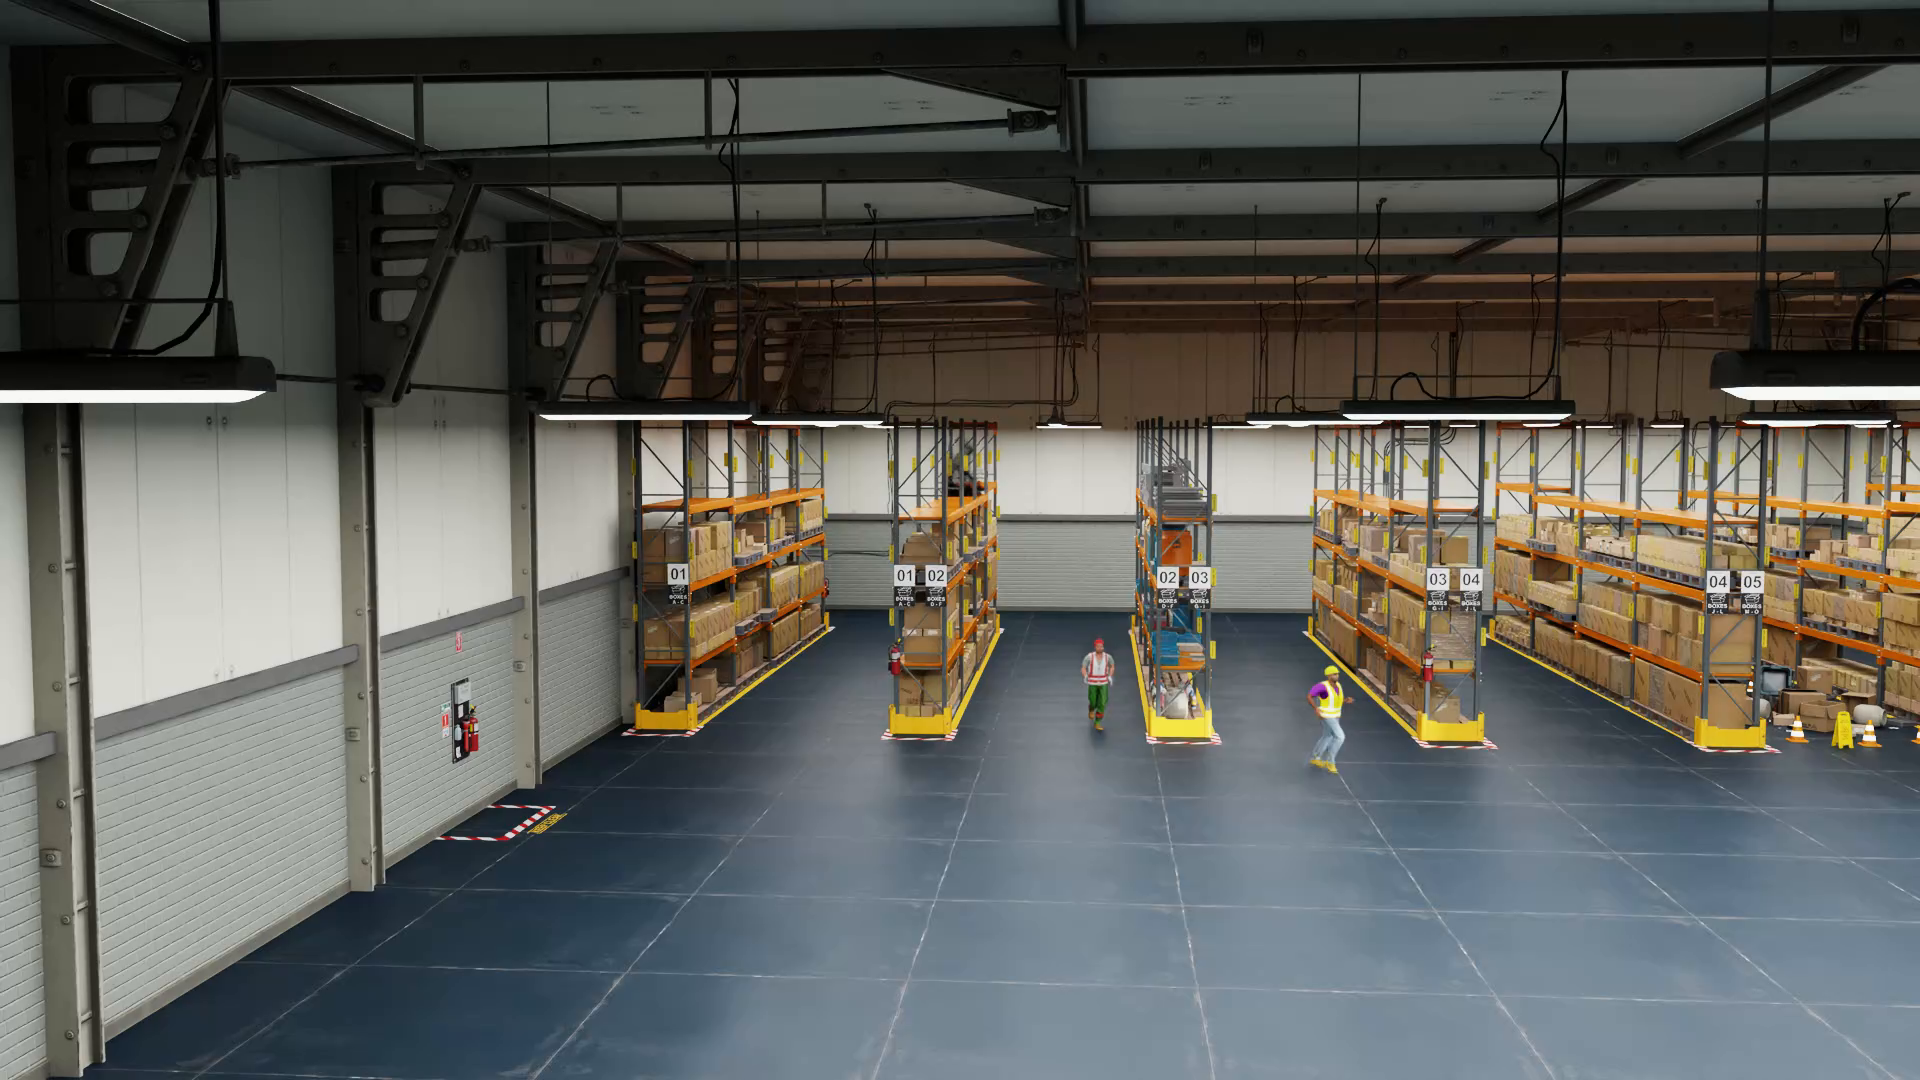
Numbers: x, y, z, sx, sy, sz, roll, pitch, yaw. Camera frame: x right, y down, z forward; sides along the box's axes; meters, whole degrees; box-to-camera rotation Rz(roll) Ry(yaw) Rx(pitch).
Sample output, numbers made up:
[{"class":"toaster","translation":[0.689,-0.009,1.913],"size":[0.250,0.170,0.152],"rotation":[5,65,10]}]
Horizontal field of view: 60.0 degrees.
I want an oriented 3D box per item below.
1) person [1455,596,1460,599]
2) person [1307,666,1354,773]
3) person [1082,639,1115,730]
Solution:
[{"class":"person","translation":[13.804,1.834,46.397],"size":[0.751,1.718,0.650],"rotation":[3,5,34]},{"class":"person","translation":[6.267,3.026,28.078],"size":[0.746,1.822,0.661],"rotation":[3,5,40]},{"class":"person","translation":[2.667,2.761,32.082],"size":[0.647,1.743,0.738],"rotation":[0,4,-3]}]
